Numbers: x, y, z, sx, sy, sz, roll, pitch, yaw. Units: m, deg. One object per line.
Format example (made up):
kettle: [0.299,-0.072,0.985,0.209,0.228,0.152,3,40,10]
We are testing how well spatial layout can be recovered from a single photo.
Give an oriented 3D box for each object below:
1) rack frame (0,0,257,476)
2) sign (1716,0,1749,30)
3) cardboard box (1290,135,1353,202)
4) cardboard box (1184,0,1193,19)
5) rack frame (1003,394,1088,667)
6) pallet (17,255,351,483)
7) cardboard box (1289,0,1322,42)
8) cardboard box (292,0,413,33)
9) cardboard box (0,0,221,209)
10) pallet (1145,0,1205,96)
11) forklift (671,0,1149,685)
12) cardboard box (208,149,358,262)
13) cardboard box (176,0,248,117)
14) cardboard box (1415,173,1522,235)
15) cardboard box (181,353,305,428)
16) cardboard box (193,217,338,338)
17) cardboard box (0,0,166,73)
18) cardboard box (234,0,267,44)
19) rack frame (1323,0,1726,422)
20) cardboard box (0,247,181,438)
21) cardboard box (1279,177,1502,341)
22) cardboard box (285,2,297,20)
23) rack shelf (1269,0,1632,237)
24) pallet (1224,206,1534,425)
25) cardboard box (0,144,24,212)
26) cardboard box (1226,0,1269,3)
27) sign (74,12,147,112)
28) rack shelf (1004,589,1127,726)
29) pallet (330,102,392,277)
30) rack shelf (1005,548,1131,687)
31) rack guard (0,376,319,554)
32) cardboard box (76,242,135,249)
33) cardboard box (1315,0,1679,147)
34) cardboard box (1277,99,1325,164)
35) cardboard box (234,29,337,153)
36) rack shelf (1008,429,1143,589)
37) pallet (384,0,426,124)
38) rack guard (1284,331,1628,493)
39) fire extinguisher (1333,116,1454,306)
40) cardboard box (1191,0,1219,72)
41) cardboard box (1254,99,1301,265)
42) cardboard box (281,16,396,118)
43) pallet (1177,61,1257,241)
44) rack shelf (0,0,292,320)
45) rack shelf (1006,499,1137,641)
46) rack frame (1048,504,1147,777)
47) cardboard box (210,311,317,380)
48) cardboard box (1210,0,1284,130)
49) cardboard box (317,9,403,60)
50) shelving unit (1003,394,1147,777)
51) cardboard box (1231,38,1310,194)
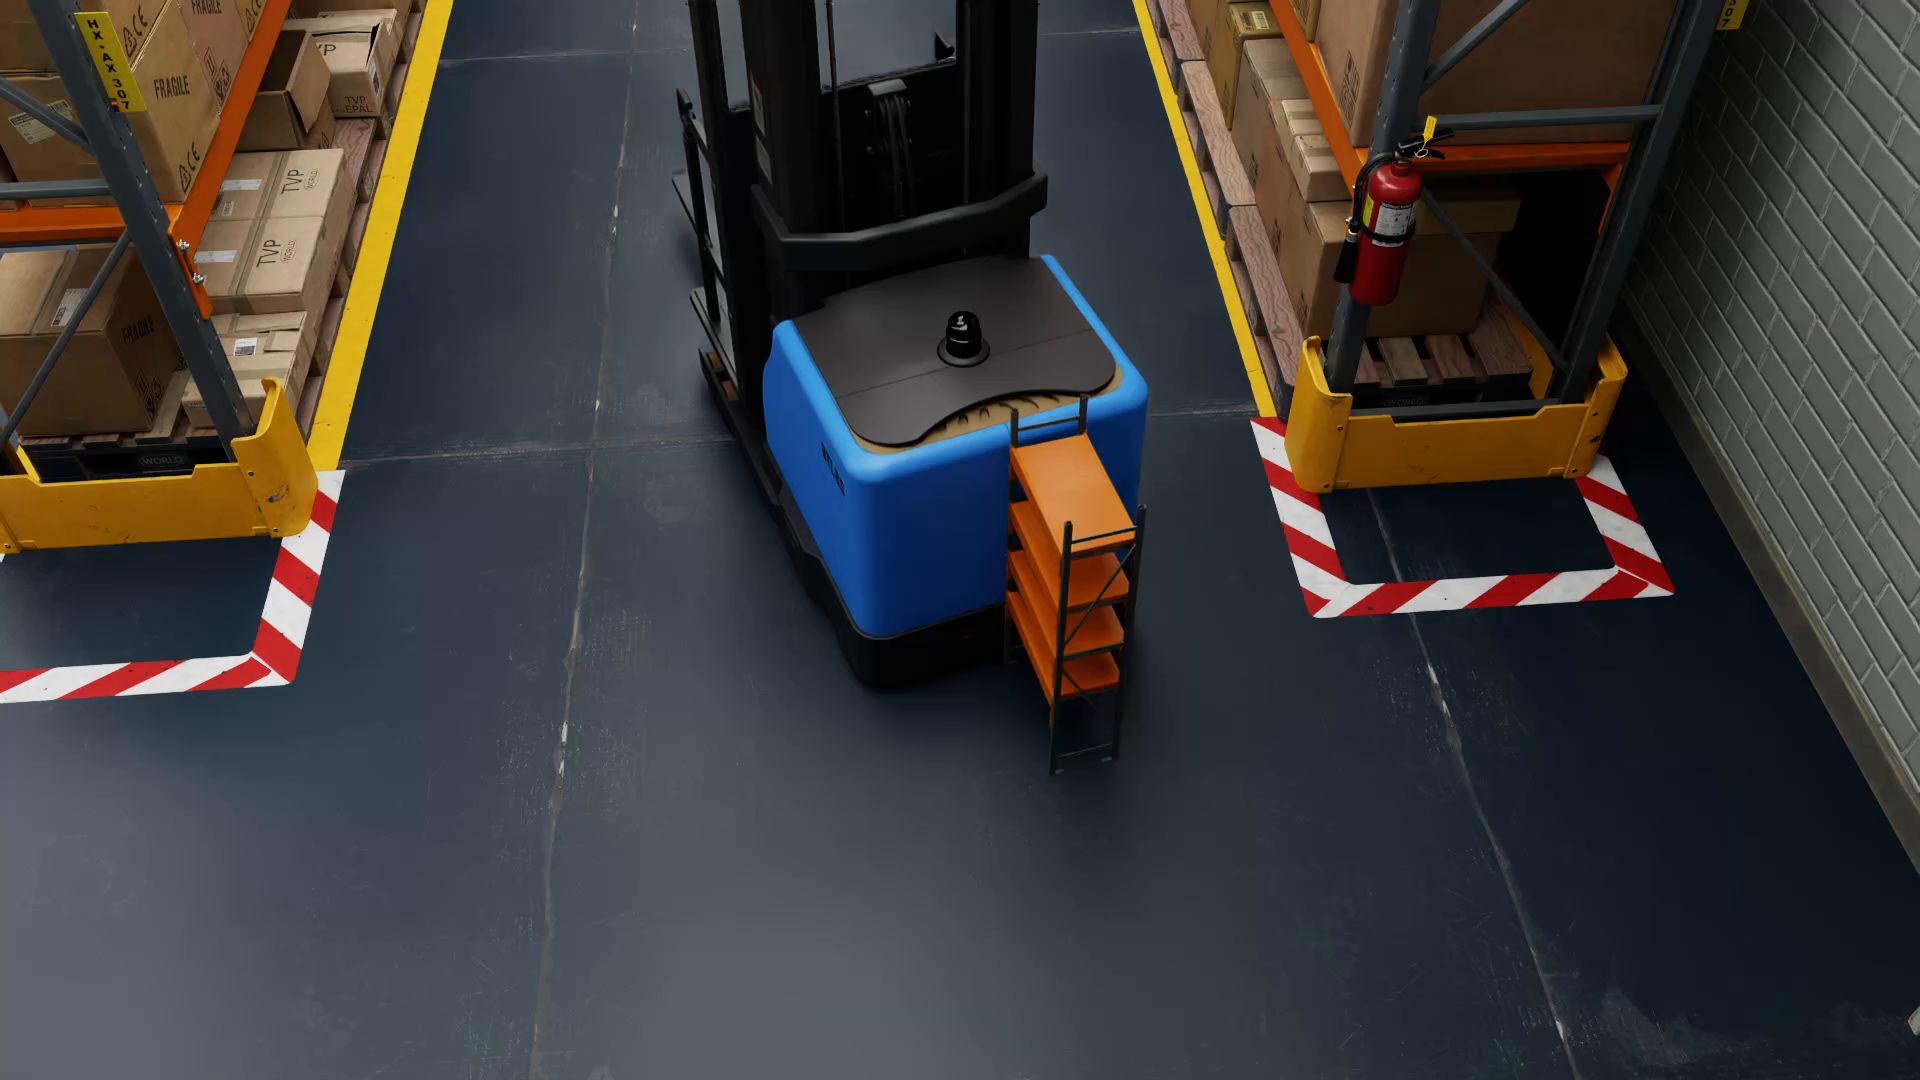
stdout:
rack frame: [-3.058,-1.081,5.208,1.000,3.000,0.127,-3,47,-3]
sign: [2.432,-1.739,5.180,0.100,0.325,0.005,-3,47,-3]
cardboard box: [1.528,-1.475,6.567,0.380,0.149,0.250,-4,47,-4]
cardboard box: [1.504,-3.017,8.473,0.700,0.500,0.500,-3,47,-3]
rack frame: [0.269,0.002,5.422,0.240,1.200,0.015,-12,48,-11]
pallet: [-3.132,-0.754,6.819,1.003,0.211,1.213,-3,47,-3]
cardboard box: [1.753,-2.382,6.234,0.980,0.700,0.700,-4,47,-4]
cardboard box: [-3.062,-2.872,8.323,0.500,0.500,0.500,-3,47,-3]
cardboard box: [-2.832,-1.453,5.491,0.500,0.500,0.500,-3,47,-2]
pallet: [1.529,-2.765,8.723,1.003,0.211,1.213,-3,47,-3]
forklift: [-0.414,-1.601,5.747,1.130,2.935,3.031,-17,49,-15]
cardboard box: [-2.904,-1.421,7.121,0.500,0.250,0.500,-3,47,-3]
cardboard box: [-2.881,-1.826,5.844,0.500,0.500,0.500,-4,47,-4]
cardboard box: [1.930,-1.315,6.415,0.380,0.149,0.250,-3,47,-3]
cardboard box: [-2.750,-0.576,6.390,0.380,0.149,0.250,-3,47,-3]
cardboard box: [-2.863,-1.059,6.778,0.500,0.250,0.500,-3,47,-3]
cardboard box: [-2.832,-1.796,5.128,0.500,0.500,0.500,-2,47,-2]
cardboard box: [-2.920,-2.189,6.188,0.500,0.500,0.500,-4,47,-3]
rack frame: [1.878,-1.385,5.496,1.000,3.000,0.127,-3,47,-3]
cardboard box: [-3.349,-0.751,6.314,0.500,0.500,0.500,-3,47,-3]
cardboard box: [1.720,-1.170,6.725,0.700,0.500,0.500,-3,47,-3]
cardboard box: [-3.573,-2.885,8.465,0.500,0.311,0.500,-3,47,-3]
rack shelf: [1.711,-2.585,7.127,1.077,0.370,4.000,-3,47,-3]
pallet: [1.733,-1.000,7.052,1.003,0.211,1.213,-3,47,-3]
cardboard box: [-3.367,-1.423,5.463,0.500,0.500,0.500,-2,47,-2]
cardboard box: [1.394,-2.603,7.635,0.380,0.149,0.250,-5,47,-4]
sign: [-2.517,-1.412,4.925,0.100,0.325,0.005,-3,47,-3]
rack shelf: [0.339,0.354,5.454,0.258,0.148,0.480,-12,48,-11]
pallet: [-3.231,-1.635,7.653,1.003,0.211,1.213,-3,47,-3]
rack shelf: [0.339,0.218,5.310,0.258,0.148,0.480,-12,48,-11]
rack guard: [-3.064,-0.277,6.168,1.175,0.500,0.348,-3,47,-3]
cardboard box: [-3.398,-1.355,7.058,0.500,0.250,0.500,-3,47,-3]
cardboard box: [1.825,-1.856,5.736,0.980,0.700,0.700,-2,47,-1]
cardboard box: [1.505,-1.660,6.742,0.380,0.149,0.250,-2,47,-2]
cardboard box: [-3.230,-1.909,7.408,0.797,0.503,0.637,-3,47,-3]
rack shelf: [0.339,-0.099,4.976,0.258,0.148,0.480,-12,48,-11]
pallet: [-3.336,-2.519,8.491,1.003,0.211,1.213,-3,47,-3]
rack guard: [1.880,-0.508,6.387,1.175,0.500,0.348,-3,47,-3]
fire extinguisher: [1.431,-1.093,5.529,0.296,0.674,0.183,-3,47,-3]
cardboard box: [1.542,-2.653,8.129,0.700,0.500,0.500,-4,47,-4]
cardboard box: [1.678,-1.532,7.068,0.700,0.500,0.500,-4,47,-3]
cardboard box: [-3.000,-2.264,7.877,0.500,0.311,0.500,-3,47,-3]
pallet: [1.634,-1.880,7.886,1.003,0.211,1.213,-3,47,-3]
rack shelf: [-3.225,-2.281,6.840,1.077,0.370,4.000,-3,47,-3]
rack shelf: [0.339,0.064,5.148,0.258,0.148,0.480,-12,48,-11]
rack frame: [0.409,0.341,5.100,0.240,1.200,0.015,-12,48,-11]
cardboard box: [-2.771,-0.763,6.555,0.380,0.166,0.250,-3,47,-3]
cardboard box: [1.583,-2.281,7.777,0.700,0.500,0.500,-3,47,-2]
cardboard box: [-2.971,-2.484,8.197,0.380,0.149,0.250,-3,47,-3]
shelving unit: [0.339,0.171,5.261,0.258,1.200,0.503,-12,48,-11]
cardboard box: [1.635,-1.896,7.412,0.700,0.500,0.500,-5,47,-5]
